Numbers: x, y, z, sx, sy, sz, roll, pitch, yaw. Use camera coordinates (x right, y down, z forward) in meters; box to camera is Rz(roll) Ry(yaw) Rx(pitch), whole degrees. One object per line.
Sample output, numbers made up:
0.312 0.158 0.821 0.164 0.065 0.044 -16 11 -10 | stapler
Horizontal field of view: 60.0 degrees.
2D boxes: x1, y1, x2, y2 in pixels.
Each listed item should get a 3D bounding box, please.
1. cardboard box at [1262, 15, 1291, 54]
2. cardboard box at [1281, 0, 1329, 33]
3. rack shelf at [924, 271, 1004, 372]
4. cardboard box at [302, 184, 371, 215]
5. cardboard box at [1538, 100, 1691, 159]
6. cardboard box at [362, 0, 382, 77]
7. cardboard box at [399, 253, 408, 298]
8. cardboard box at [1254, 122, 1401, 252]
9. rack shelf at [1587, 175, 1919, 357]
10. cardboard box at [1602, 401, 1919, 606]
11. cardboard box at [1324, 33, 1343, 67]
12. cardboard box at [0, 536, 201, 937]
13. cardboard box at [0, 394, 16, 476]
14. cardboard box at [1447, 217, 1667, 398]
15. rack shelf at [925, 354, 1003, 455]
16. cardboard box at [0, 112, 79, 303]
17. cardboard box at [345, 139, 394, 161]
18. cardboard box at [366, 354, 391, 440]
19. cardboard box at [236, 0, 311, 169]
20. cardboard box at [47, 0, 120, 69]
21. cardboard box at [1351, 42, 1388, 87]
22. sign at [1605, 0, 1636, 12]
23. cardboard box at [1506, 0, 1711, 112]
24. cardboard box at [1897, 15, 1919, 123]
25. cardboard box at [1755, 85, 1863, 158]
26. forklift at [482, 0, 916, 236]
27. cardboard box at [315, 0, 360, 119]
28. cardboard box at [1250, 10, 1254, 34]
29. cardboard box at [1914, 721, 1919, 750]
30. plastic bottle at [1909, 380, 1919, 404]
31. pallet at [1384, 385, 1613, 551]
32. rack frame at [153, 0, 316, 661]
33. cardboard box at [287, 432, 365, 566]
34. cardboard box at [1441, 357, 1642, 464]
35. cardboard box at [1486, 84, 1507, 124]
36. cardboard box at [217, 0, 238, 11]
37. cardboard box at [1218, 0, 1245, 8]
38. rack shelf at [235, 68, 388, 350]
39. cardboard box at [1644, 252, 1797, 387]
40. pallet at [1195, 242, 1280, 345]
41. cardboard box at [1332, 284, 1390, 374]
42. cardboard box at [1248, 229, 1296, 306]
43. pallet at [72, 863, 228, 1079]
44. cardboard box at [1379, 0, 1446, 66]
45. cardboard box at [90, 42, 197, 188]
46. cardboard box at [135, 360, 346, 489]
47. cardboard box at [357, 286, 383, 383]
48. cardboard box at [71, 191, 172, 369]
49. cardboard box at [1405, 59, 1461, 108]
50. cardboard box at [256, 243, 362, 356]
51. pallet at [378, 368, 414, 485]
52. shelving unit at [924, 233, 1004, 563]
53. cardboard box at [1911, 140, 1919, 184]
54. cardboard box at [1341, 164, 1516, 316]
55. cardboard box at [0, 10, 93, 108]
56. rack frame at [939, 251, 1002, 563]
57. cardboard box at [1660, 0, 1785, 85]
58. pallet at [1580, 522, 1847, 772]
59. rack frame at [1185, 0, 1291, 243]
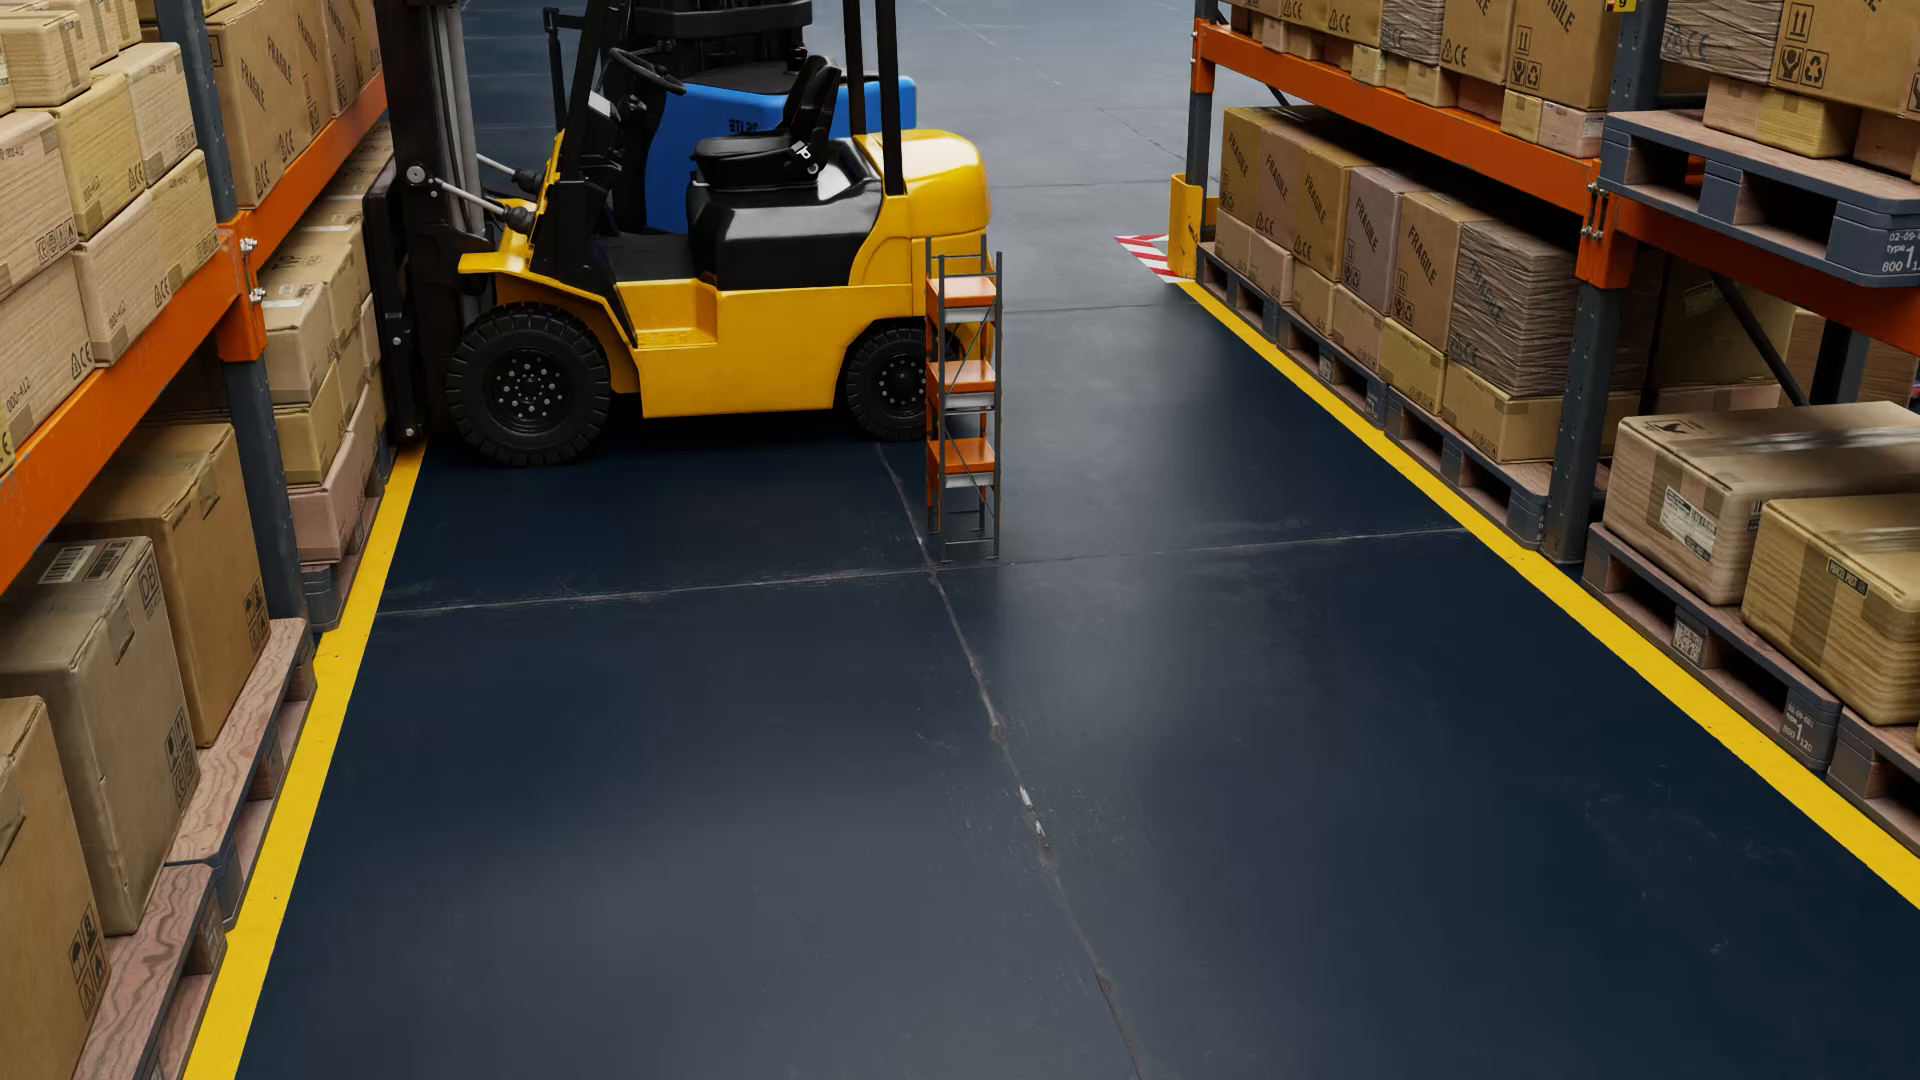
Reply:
1.621 -2.342 7.680 0.380 0.149 0.250 -4 24 -9 | cardboard box
1.739 -2.490 7.206 0.500 0.500 0.500 -5 24 -11 | cardboard box
0.010 -0.710 5.382 0.215 0.259 0.240 -4 24 -10 | rack shelf
-2.466 -1.184 6.375 0.500 0.250 0.500 -5 24 -11 | cardboard box
2.111 -1.334 5.370 0.380 0.149 0.250 -5 24 -10 | cardboard box
-2.712 -2.216 6.952 0.500 0.500 0.500 -4 24 -8 | cardboard box
-2.552 -1.143 6.906 0.500 0.250 0.500 -5 24 -11 | cardboard box
1.713 -1.642 7.736 0.500 0.500 0.500 -5 24 -12 | cardboard box
2.839 -0.229 3.425 1.077 0.370 4.000 -4 24 -10 | rack shelf
2.569 -0.127 5.052 0.950 0.372 0.625 -4 24 -9 | cardboard box
1.810 -2.144 7.224 0.380 0.149 0.250 -3 24 -8 | cardboard box
-2.164 0.430 3.460 0.875 0.625 0.625 -5 24 -10 | cardboard box
-1.794 -0.131 2.490 0.500 0.250 0.500 -4 24 -8 | cardboard box
2.096 -0.834 5.885 0.500 0.500 0.500 -5 24 -10 | cardboard box
0.010 -0.450 5.496 0.215 0.259 0.240 -4 24 -10 | rack shelf
-1.875 -0.559 2.845 0.500 0.250 0.500 -4 24 -9 | cardboard box
-2.656 -1.582 7.285 0.500 0.250 0.500 -4 24 -9 | cardboard box
-2.391 -0.523 6.110 0.500 0.250 0.500 -4 24 -9 | cardboard box
-2.346 -1.419 5.127 0.500 0.500 0.500 -4 24 -9 | cardboard box
-2.061 -1.101 3.588 0.380 0.149 0.250 -5 24 -11 | cardboard box
1.818 -1.934 6.745 0.380 0.149 0.250 -4 24 -9 | cardboard box
1.938 -1.699 4.810 0.100 0.325 0.005 -4 24 -10 | sign
2.143 -1.683 5.360 0.500 0.500 0.500 -5 24 -11 | cardboard box
2.446 -1.121 3.549 0.500 0.500 0.500 -4 24 -10 | cardboard box
2.299 -1.083 4.270 0.380 0.149 0.250 -4 24 -9 | cardboard box
-1.633 -2.984 8.921 3.031 2.935 1.130 20 31 39 | forklift
-2.513 -1.818 6.040 0.500 0.500 0.500 -4 24 -9 | cardboard box
1.650 -2.556 8.168 0.380 0.149 0.250 -4 24 -9 | cardboard box
2.836 0.429 3.779 0.950 0.372 0.625 -4 24 -8 | cardboard box
4.074 -0.645 7.150 0.133 0.061 0.283 0 24 -1 | plastic bottle
2.311 -0.329 6.239 1.003 0.211 1.213 -4 24 -10 | pallet
-2.408 -0.976 4.237 1.000 3.000 0.127 -4 24 -10 | rack frame
-2.172 -0.123 5.195 0.500 0.250 0.500 -4 24 -9 | cardboard box
2.096 -0.490 6.035 0.500 0.250 0.500 -3 24 -7 | cardboard box
2.086 -1.540 5.842 0.380 0.149 0.250 -4 24 -9 | cardboard box
-2.258 -1.566 4.652 0.380 0.149 0.250 -4 24 -9 | cardboard box
1.545 -2.894 8.131 0.500 0.500 0.500 -5 24 -11 | cardboard box
-2.778 -1.433 6.182 1.077 0.370 4.000 -4 24 -10 | rack shelf
2.626 -0.873 5.975 0.500 0.500 0.500 -3 24 -7 | cardboard box
1.859 -1.288 8.436 1.003 0.211 1.213 -4 24 -10 | pallet
1.898 -0.899 6.972 0.500 0.250 0.500 -4 24 -9 | cardboard box
1.694 -1.312 7.916 0.500 0.250 0.500 -3 24 -8 | cardboard box
-2.004 1.069 3.037 1.003 0.211 1.213 -4 24 -10 | pallet
1.941 -2.089 6.289 0.500 0.500 0.500 -4 24 -8 | cardboard box
-2.066 -0.962 3.768 0.500 0.250 0.500 -5 24 -11 | cardboard box
-2.194 -0.351 5.091 0.500 0.250 0.500 -4 24 -10 | cardboard box
-2.371 -0.747 5.999 0.500 0.250 0.500 -5 24 -10 | cardboard box
-1.959 -0.531 3.406 0.500 0.250 0.500 -4 24 -10 | cardboard box
1.920 -1.733 6.284 0.380 0.149 0.250 -5 24 -11 | cardboard box
-2.273 -0.782 5.455 0.500 0.250 0.500 -4 24 -10 | cardboard box
-2.743 -0.495 6.620 1.003 0.211 1.213 -4 24 -10 | pallet
0.010 -0.460 5.492 0.215 1.050 0.252 -4 24 -10 | shelving unit
2.433 -0.873 3.789 0.380 0.149 0.250 -4 24 -9 | cardboard box
1.905 -1.234 6.802 0.500 0.500 0.500 -3 24 -7 | cardboard box
-1.888 -0.907 3.144 0.380 0.149 0.250 -5 24 -11 | cardboard box
0.032 -0.412 5.382 0.200 1.050 0.008 -4 24 -10 | rack frame
2.274 -1.514 4.447 0.500 0.500 0.500 -4 24 -8 | cardboard box
2.615 0.239 4.939 1.003 0.211 1.213 -4 24 -10 | pallet
1.730 -2.918 8.684 1.000 3.000 0.127 -4 24 -10 | rack frame
